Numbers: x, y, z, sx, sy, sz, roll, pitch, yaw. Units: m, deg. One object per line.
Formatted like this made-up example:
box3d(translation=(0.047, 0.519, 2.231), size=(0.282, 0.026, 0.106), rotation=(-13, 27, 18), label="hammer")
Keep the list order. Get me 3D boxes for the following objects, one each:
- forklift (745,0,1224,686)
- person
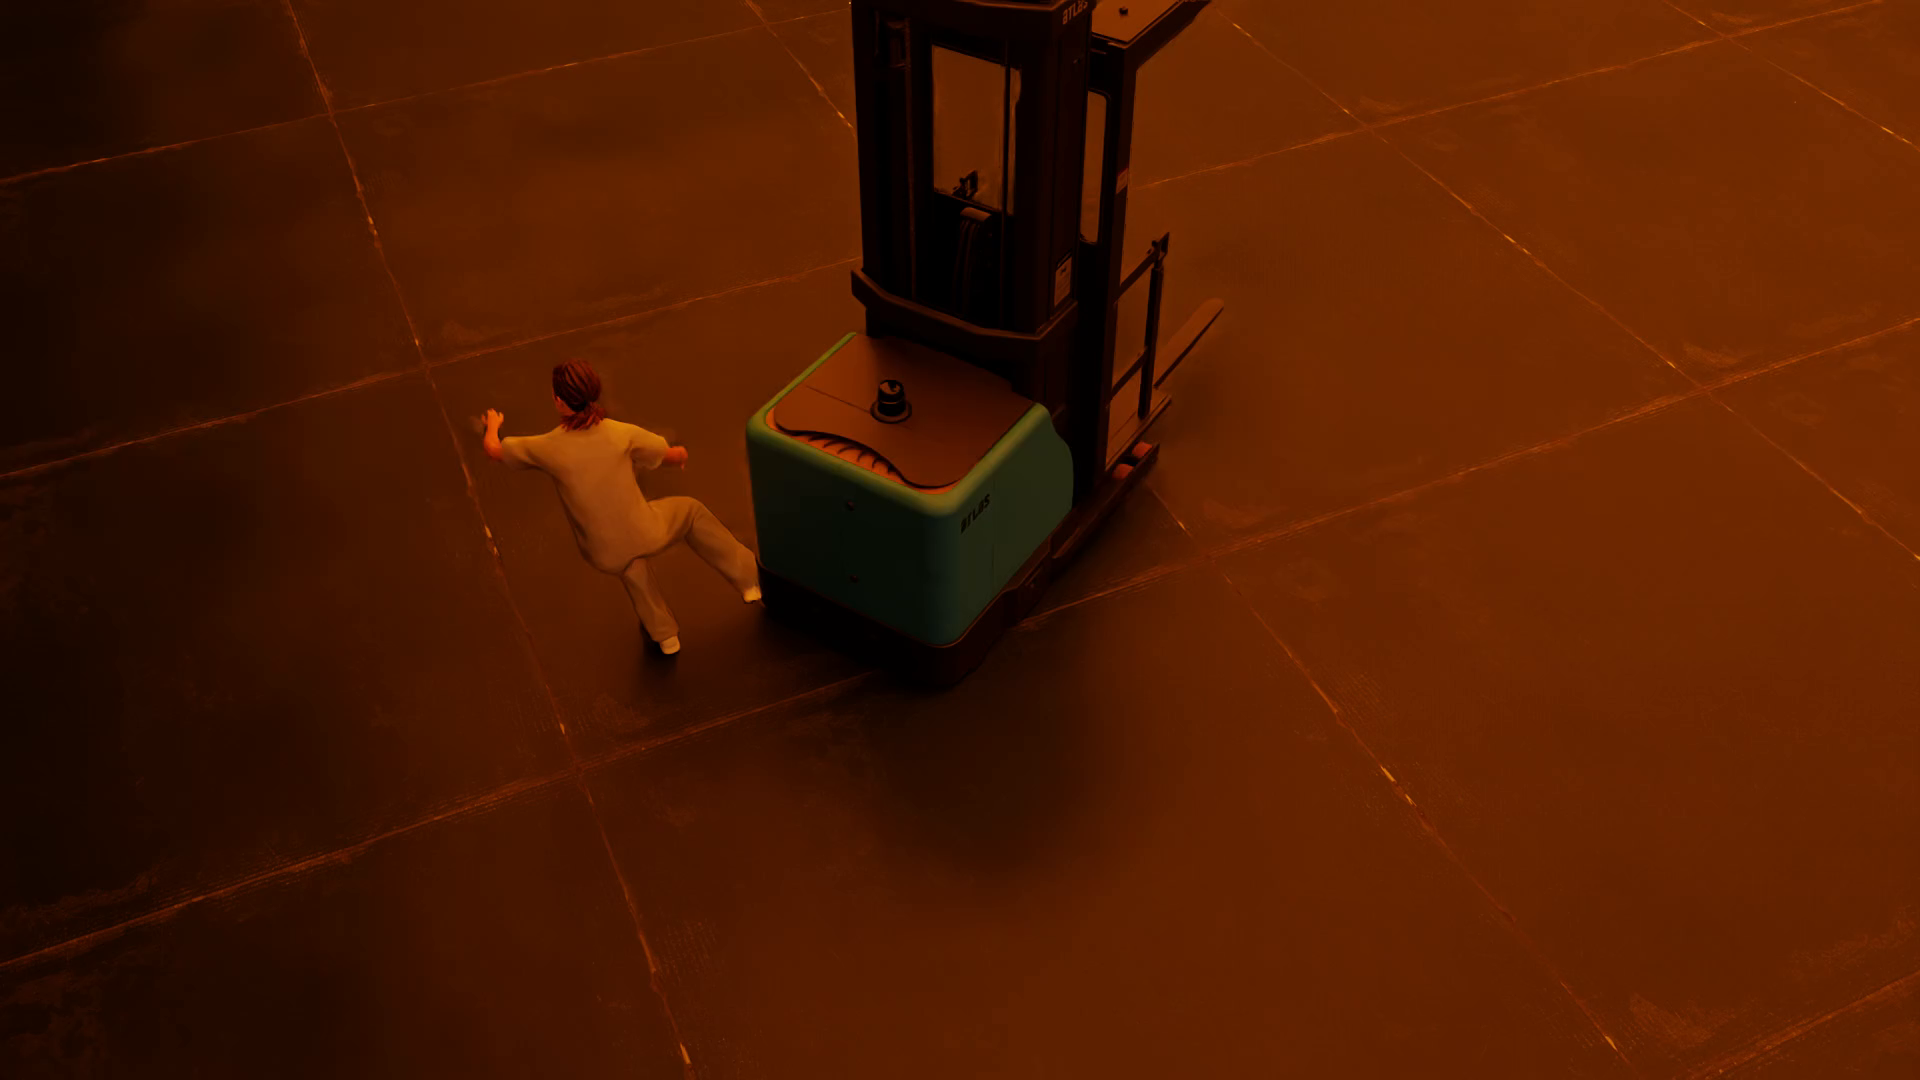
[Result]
box3d(translation=(0.318, -1.434, 7.217), size=(1.130, 2.935, 3.031), rotation=(23, 48, 23), label="forklift")
box3d(translation=(-1.371, -0.211, 7.046), size=(1.123, 1.405, 0.824), rotation=(-14, 45, -15), label="person")
